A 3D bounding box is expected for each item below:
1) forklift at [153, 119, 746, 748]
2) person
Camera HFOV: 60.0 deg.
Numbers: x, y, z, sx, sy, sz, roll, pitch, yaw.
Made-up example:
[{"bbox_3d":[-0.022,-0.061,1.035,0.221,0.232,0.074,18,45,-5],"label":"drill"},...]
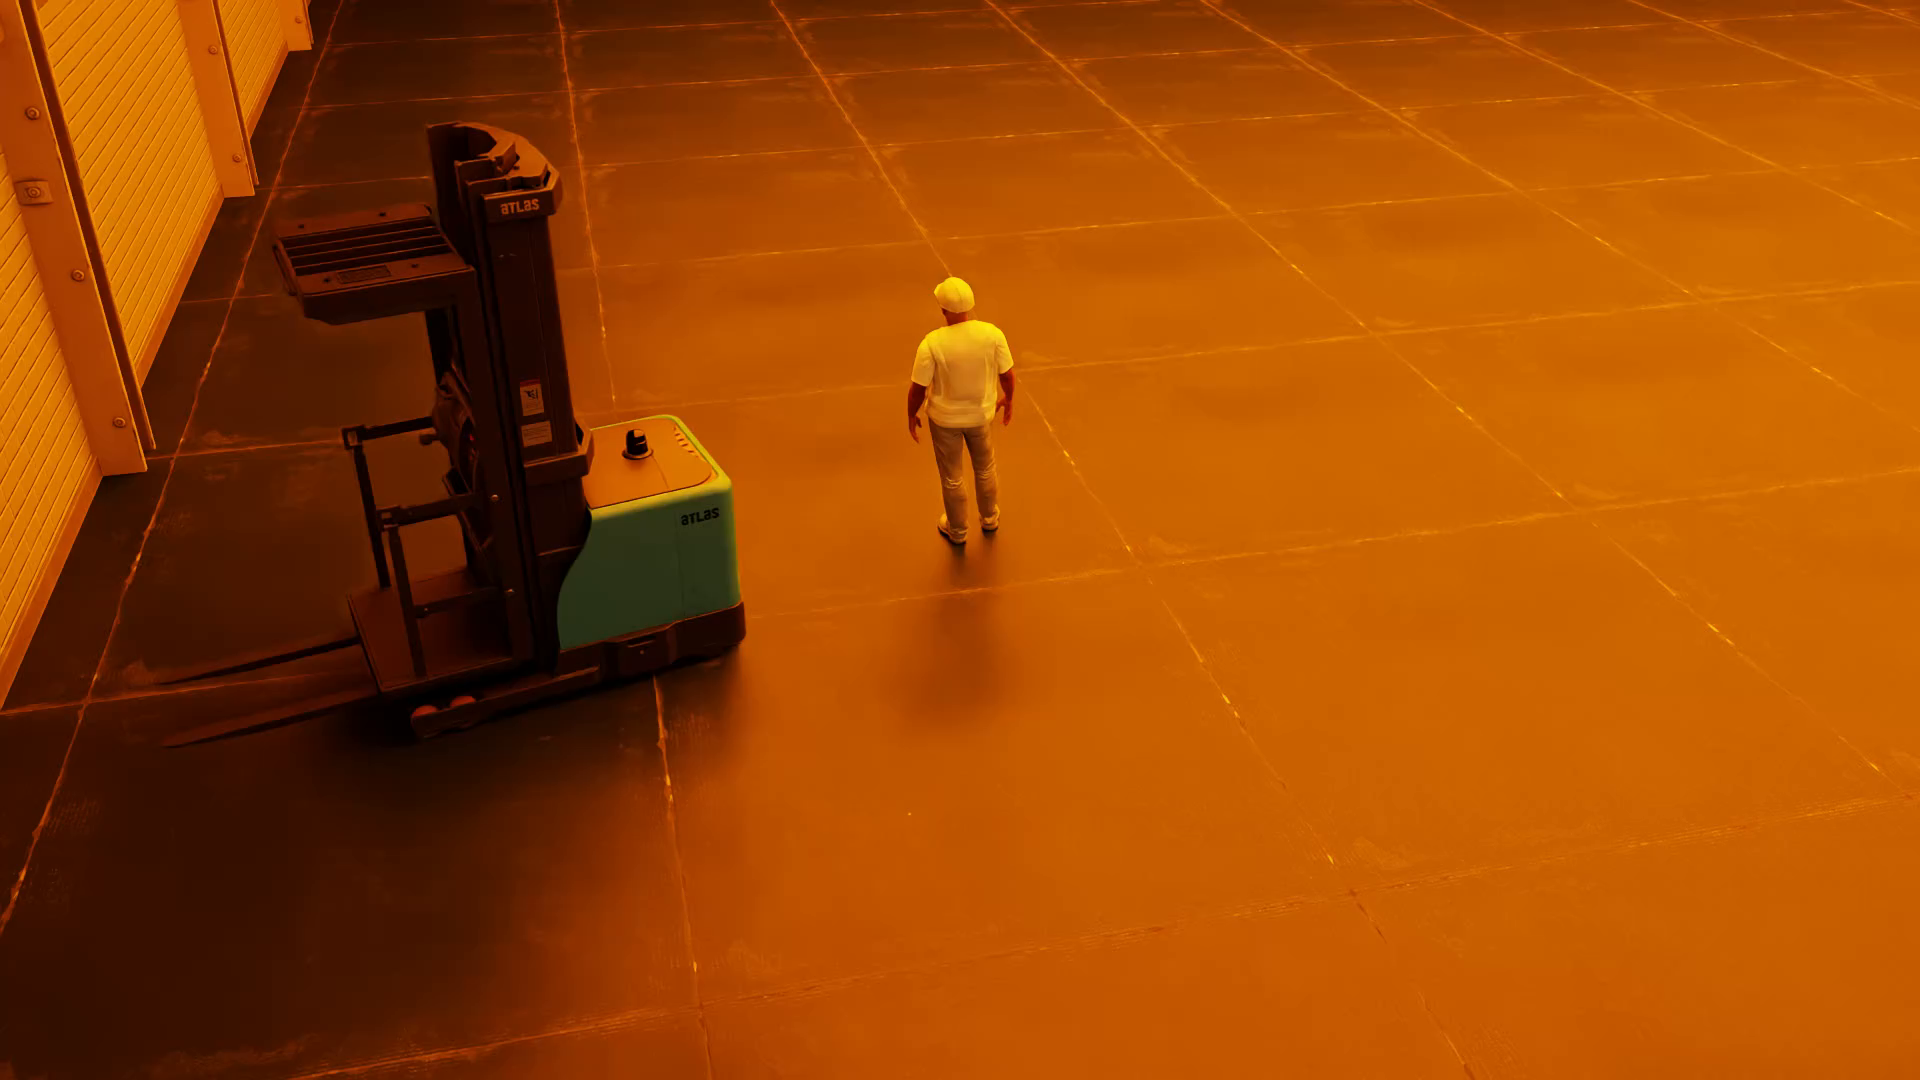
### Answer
[{"bbox_3d":[-2.764,-0.536,8.501,3.031,2.935,1.130,-14,33,-23],"label":"forklift"},{"bbox_3d":[-0.011,-0.805,10.113,0.666,1.765,0.577,-7,31,-12],"label":"person"}]
